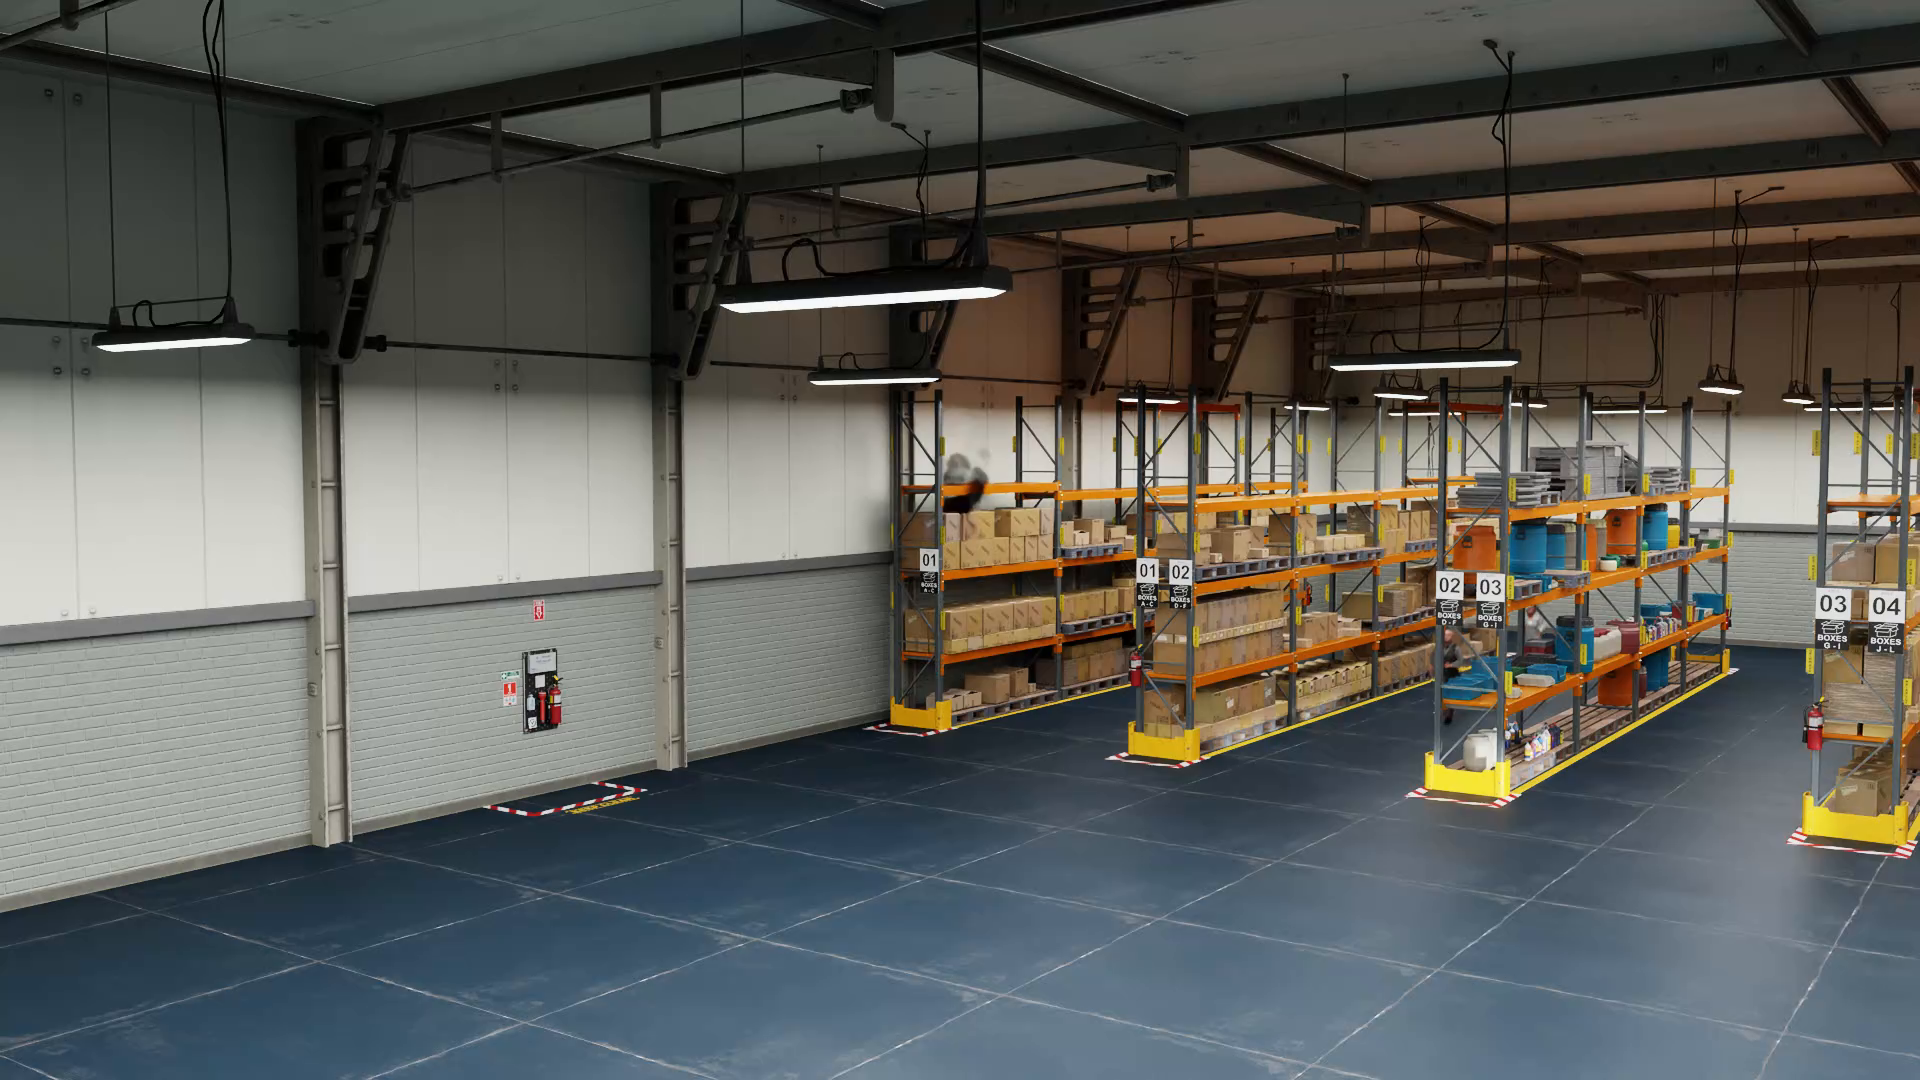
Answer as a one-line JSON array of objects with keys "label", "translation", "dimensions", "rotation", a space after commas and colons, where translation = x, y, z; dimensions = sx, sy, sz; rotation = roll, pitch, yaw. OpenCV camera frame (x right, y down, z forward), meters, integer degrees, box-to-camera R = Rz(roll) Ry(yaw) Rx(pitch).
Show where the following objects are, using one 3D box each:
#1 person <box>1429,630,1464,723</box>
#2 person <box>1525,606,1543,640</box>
[{"label": "person", "translation": [8.720, 2.461, 29.884], "dimensions": [0.639, 1.685, 0.651], "rotation": [2, 4, 25]}, {"label": "person", "translation": [12.370, 2.192, 36.073], "dimensions": [0.525, 1.568, 0.817], "rotation": [1, 3, 20]}]
